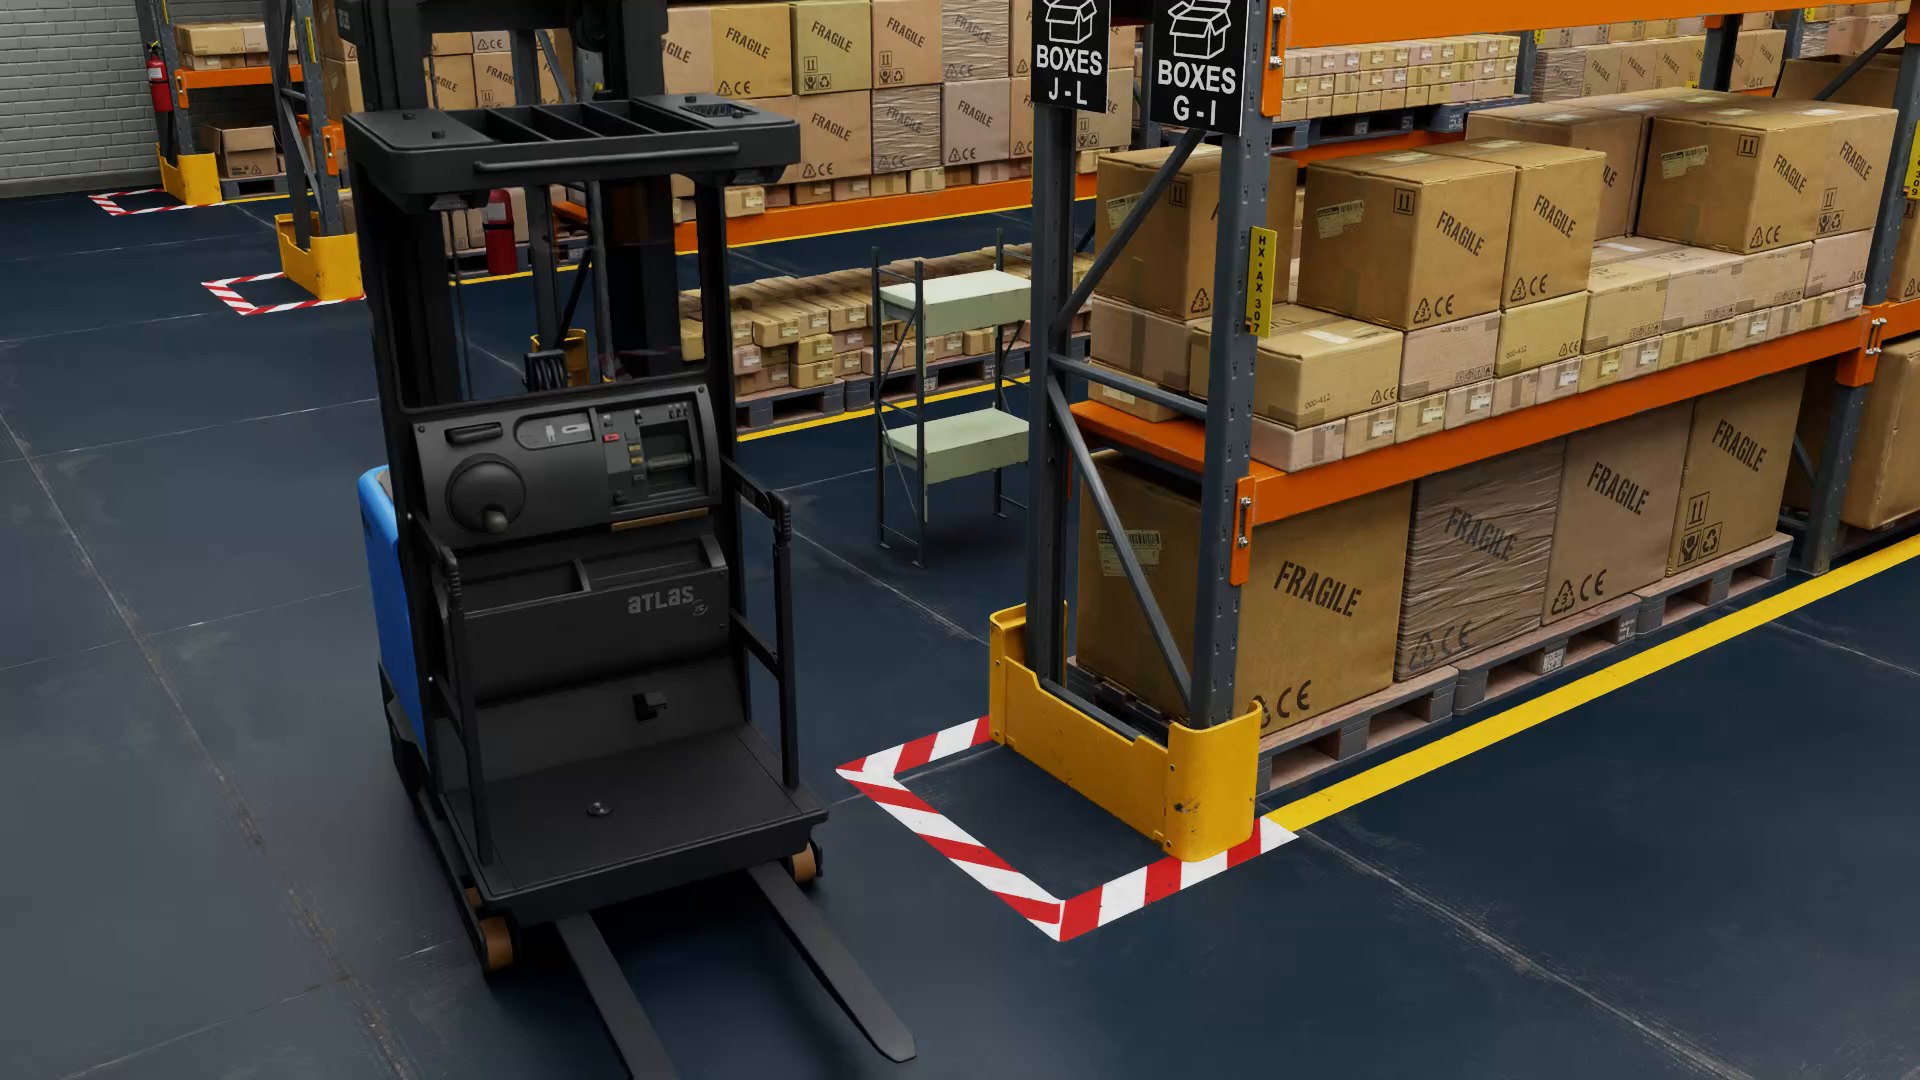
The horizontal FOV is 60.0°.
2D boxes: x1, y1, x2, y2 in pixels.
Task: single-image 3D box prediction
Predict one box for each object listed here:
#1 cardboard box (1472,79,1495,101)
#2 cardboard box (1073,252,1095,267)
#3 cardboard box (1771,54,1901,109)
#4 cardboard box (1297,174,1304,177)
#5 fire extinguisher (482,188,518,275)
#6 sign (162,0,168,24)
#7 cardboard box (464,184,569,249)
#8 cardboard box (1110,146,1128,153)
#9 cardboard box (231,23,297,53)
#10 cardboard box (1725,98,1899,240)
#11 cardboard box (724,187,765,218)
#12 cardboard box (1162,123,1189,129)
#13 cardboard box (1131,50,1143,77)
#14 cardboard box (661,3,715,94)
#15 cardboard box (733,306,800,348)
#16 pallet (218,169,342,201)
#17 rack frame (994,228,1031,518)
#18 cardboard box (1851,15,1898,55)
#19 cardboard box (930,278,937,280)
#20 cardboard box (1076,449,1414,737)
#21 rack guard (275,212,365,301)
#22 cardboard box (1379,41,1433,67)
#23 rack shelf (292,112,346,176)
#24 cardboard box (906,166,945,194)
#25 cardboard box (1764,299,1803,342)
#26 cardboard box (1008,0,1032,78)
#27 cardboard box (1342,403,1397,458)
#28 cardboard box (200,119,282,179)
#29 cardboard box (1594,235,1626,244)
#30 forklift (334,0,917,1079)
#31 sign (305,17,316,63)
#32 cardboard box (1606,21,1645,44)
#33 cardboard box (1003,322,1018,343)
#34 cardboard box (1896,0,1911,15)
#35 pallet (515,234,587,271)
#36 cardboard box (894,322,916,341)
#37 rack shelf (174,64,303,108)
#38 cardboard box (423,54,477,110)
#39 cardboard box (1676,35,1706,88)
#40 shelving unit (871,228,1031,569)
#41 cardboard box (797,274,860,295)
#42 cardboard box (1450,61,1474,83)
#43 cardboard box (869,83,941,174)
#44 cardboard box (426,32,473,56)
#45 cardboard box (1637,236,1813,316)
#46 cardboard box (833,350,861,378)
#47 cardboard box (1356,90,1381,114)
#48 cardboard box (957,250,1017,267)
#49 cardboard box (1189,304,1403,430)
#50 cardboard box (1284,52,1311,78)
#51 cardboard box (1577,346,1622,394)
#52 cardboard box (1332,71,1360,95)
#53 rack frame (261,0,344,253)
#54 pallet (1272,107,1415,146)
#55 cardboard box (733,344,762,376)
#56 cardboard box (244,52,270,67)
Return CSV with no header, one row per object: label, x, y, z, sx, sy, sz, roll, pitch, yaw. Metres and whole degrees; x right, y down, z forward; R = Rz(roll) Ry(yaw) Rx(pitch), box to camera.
cardboard box,3.933,-3.531,12.971,0.250,0.149,0.380,-15,26,-33
cardboard box,0.884,-1.877,11.531,0.250,0.149,0.380,-14,26,-31
cardboard box,4.349,-2.024,7.934,0.637,0.503,0.797,-16,27,-34
cardboard box,2.323,-2.731,12.987,0.500,0.250,0.500,-16,27,-35
fire extinguisher,-2.701,-1.895,9.705,0.183,0.674,0.296,-15,26,-33
sign,-7.784,-5.218,16.258,0.005,0.325,0.100,-15,26,-33
cardboard box,-3.984,-2.866,14.421,0.875,0.438,0.875,-14,26,-31
cardboard box,0.925,-2.637,11.295,0.250,0.149,0.380,-15,26,-33
cardboard box,-7.167,-5.174,17.117,0.500,0.250,0.500,-15,26,-32
cardboard box,3.618,-1.608,7.169,0.500,0.500,0.500,-14,26,-31
cardboard box,-1.340,-1.984,9.660,0.250,0.149,0.380,-16,27,-34
cardboard box,1.609,-2.911,11.416,0.250,0.149,0.380,-16,27,-35
cardboard box,1.232,-3.386,11.804,0.250,0.149,0.380,-14,25,-30
cardboard box,-1.707,-2.686,9.195,0.500,0.500,0.500,-15,26,-33
cardboard box,-1.170,-1.290,10.059,0.250,0.149,0.380,-15,26,-33
pallet,-7.393,-3.874,17.819,1.213,0.211,1.003,-15,26,-33
rack frame,0.303,-0.777,8.321,0.023,1.500,0.400,-15,26,-33
cardboard box,8.747,-4.978,16.620,0.550,0.550,0.875,-15,26,-33
cardboard box,-0.132,-1.573,10.768,0.250,0.149,0.380,-16,27,-35
cardboard box,1.061,0.124,6.340,0.875,0.875,0.875,-15,26,-33
rack guard,-5.219,-2.321,13.538,0.348,0.500,1.175,-15,26,-33
cardboard box,3.306,-3.642,12.446,0.250,0.149,0.380,-15,26,-33
rack shelf,-3.576,-3.586,14.306,4.000,0.370,1.077,-15,26,-33
cardboard box,-0.302,-2.276,10.393,0.250,0.149,0.380,-14,26,-32
cardboard box,3.361,-0.979,7.141,0.250,0.149,0.380,-15,26,-34
cardboard box,0.380,-3.238,10.578,0.500,0.500,0.500,-16,27,-34
cardboard box,1.276,-0.422,5.747,0.250,0.149,0.380,-15,26,-34
cardboard box,-7.550,-4.119,17.473,0.637,0.503,0.797,-16,27,-35
cardboard box,2.477,-1.197,7.150,0.500,0.250,0.500,-14,26,-32
forklift,-1.113,-0.233,5.025,1.130,2.935,3.031,-11,24,-26
sign,-4.880,-3.758,12.491,0.005,0.325,0.100,-15,26,-33
cardboard box,5.462,-4.578,14.337,0.500,0.500,0.700,-15,26,-34
cardboard box,0.180,-1.441,11.240,0.250,0.149,0.380,-16,27,-34
cardboard box,9.157,-5.604,16.735,0.500,0.550,0.875,-15,26,-33
pallet,-3.607,-2.651,14.755,1.213,0.211,1.003,-15,26,-33
cardboard box,-0.397,-1.422,10.792,0.250,0.149,0.380,-14,25,-30
rack shelf,-6.478,-5.078,18.046,4.000,0.370,1.077,-15,26,-33
cardboard box,-4.248,-3.669,13.408,0.500,0.500,0.500,-15,26,-34
cardboard box,6.426,-4.251,14.868,0.500,0.500,0.500,-15,26,-32
shelving unit,0.005,-0.698,8.122,0.755,1.500,0.431,-15,26,-33
cardboard box,-0.860,-1.625,10.898,0.250,0.149,0.380,-16,27,-35
cardboard box,3.704,-3.608,12.761,0.250,0.149,0.380,-14,26,-32
cardboard box,-0.466,-2.556,10.219,0.500,0.500,0.500,-16,27,-34
cardboard box,-4.228,-4.130,13.215,0.500,0.500,0.500,-16,27,-34
cardboard box,3.211,-1.153,7.039,0.500,0.250,0.500,-14,26,-31
cardboard box,-0.829,-1.151,10.514,0.250,0.149,0.380,-15,26,-33
cardboard box,2.872,-3.249,12.262,0.250,0.149,0.380,-16,27,-35
cardboard box,0.185,-1.909,11.611,0.250,0.149,0.380,-15,26,-34
cardboard box,1.135,-0.597,5.646,0.500,0.250,0.500,-16,27,-34
cardboard box,2.245,-3.357,11.732,0.250,0.149,0.380,-15,26,-34
cardboard box,2.317,-0.700,6.442,0.250,0.149,0.380,-16,27,-34
cardboard box,2.671,-3.334,12.076,0.250,0.149,0.380,-15,26,-34
rack frame,-5.200,-3.487,13.088,0.127,3.000,1.000,-15,26,-33
pallet,2.684,-3.221,12.681,1.213,0.211,1.003,-15,26,-33
cardboard box,-1.396,-1.107,10.002,0.250,0.149,0.380,-15,26,-33
cardboard box,-7.302,-4.988,17.187,0.250,0.149,0.380,-15,26,-34
